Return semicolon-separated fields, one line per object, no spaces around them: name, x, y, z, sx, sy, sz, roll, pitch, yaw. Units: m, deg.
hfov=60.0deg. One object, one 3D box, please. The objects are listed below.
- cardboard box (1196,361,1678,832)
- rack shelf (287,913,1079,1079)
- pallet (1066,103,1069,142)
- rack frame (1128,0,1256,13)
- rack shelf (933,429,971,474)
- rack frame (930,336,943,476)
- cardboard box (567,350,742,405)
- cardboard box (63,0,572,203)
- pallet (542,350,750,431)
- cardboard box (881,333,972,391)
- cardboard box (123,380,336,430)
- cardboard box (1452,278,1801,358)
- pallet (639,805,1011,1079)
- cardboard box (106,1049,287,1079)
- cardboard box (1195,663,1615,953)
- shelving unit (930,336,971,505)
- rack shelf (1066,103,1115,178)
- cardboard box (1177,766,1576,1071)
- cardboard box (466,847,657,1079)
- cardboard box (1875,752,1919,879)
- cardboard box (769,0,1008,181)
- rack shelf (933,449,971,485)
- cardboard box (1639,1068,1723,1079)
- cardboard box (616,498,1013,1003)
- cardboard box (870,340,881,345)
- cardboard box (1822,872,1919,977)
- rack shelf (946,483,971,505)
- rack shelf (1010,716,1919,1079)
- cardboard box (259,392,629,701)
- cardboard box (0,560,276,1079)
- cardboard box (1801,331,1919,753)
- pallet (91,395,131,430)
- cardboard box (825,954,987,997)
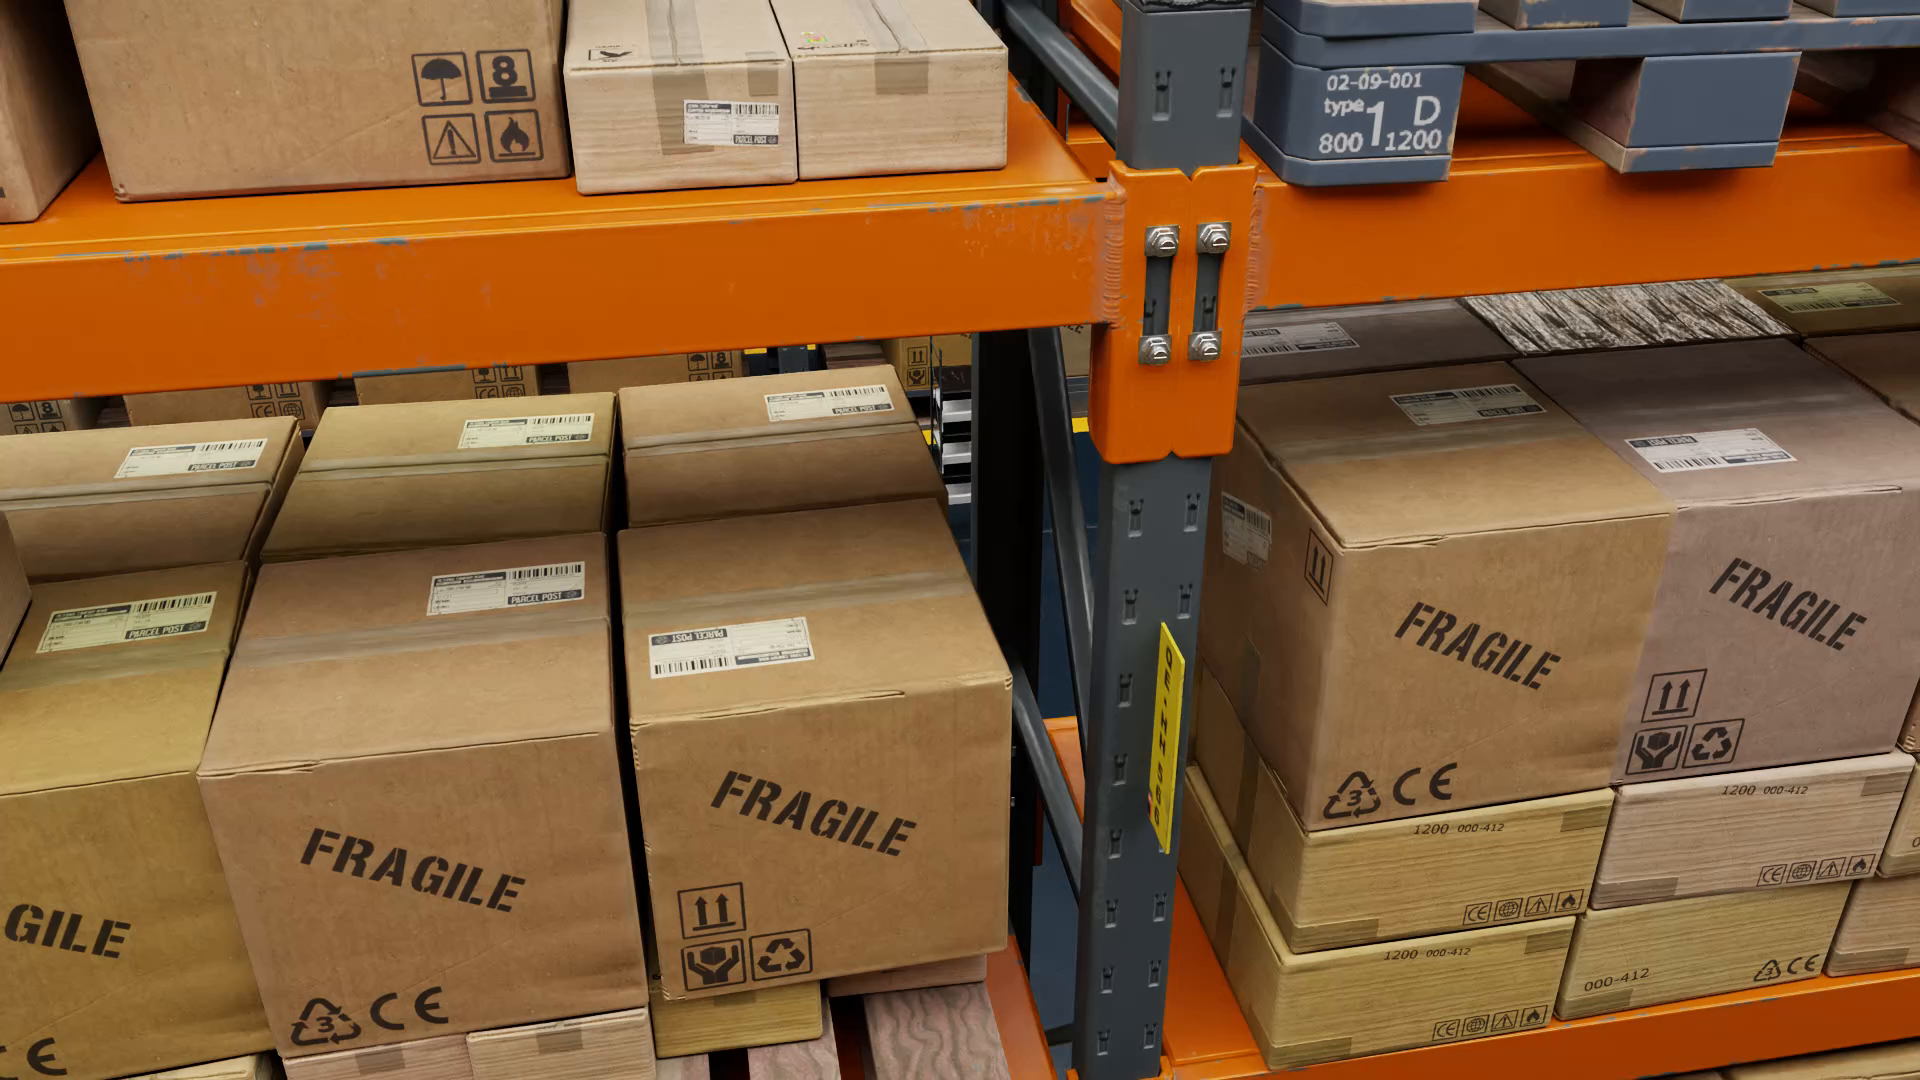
cardboard box;0.701;0.070;2.586;0.500;0.500;0.500;-6;31;-11
rack shelf;-1.796;0.960;2.868;4.000;0.370;1.077;-5;31;-9
pallet;-0.138;-2.027;7.427;1.003;0.211;1.213;-5;31;-9
rack frame;0.171;-2.119;1.475;0.127;3.000;1.000;-5;31;-9
rack shelf;0.008;-0.360;6.540;0.200;0.077;0.258;-5;31;-9
rack frame;-0.092;-0.379;6.507;0.006;0.900;0.240;-5;31;-9
cardboard box;-1.435;-1.192;7.623;0.750;0.750;1.050;-6;31;-10
cardboard box;-0.763;-0.787;2.071;0.500;0.500;0.700;-5;31;-9
pallet;-1.609;-0.755;7.826;1.213;0.211;1.003;-5;31;-9
cardboard box;-0.078;-1.032;7.598;0.500;0.500;0.500;-7;31;-11
cardboard box;-3.210;-1.025;7.339;0.750;0.750;1.050;-5;31;-9
cardboard box;1.136;-0.235;3.106;0.500;0.500;0.500;-5;31;-8
pallet;-0.510;0.668;2.843;1.003;0.211;1.213;-5;31;-9
cardboard box;-1.116;0.699;2.436;0.250;0.149;0.380;-5;31;-8
cardboard box;0.714;0.393;2.776;0.500;0.250;0.500;-6;31;-9
shelving unit;0.008;-0.389;6.523;0.210;0.900;0.258;-5;31;-9
rack shelf;1.148;-1.864;7.670;4.000;0.370;1.077;-5;31;-9
cardboard box;0.698;0.613;2.897;0.500;0.250;0.500;-6;31;-10
cardboard box;-0.599;0.648;2.523;0.250;0.149;0.380;-6;31;-9
cardboard box;1.715;0.307;2.923;0.500;0.250;0.500;-5;31;-9
cardboard box;-0.101;-0.584;2.072;0.250;0.149;0.380;-5;31;-9
rack shelf;0.008;-0.282;6.586;0.200;0.077;0.258;-5;31;-9
cardboard box;0.866;1.181;3.465;0.875;0.875;0.875;-6;31;-9
cardboard box;-0.226;0.295;2.482;0.500;0.500;0.500;-6;31;-10
cardboard box;-0.219;-1.285;8.028;0.500;0.500;0.500;-5;31;-9
cardboard box;1.717;0.512;3.068;0.500;0.250;0.500;-4;31;-7
rack shelf;0.008;-0.205;6.631;0.200;0.077;0.258;-5;31;-9
rack shelf;2.139;0.595;3.489;4.000;0.370;1.077;-5;31;-9
cardboard box;-0.824;0.092;2.828;0.500;0.500;0.500;-4;31;-6
cardboard box;-1.229;0.394;2.313;0.500;0.500;0.500;-7;31;-12
cardboard box;1.698;-0.019;2.739;0.500;0.500;0.500;-4;31;-8
pallet;-4.009;-0.532;7.447;1.213;0.211;1.003;-5;31;-9
cardboard box;-0.109;0.542;2.703;0.250;0.149;0.380;-4;31;-7
